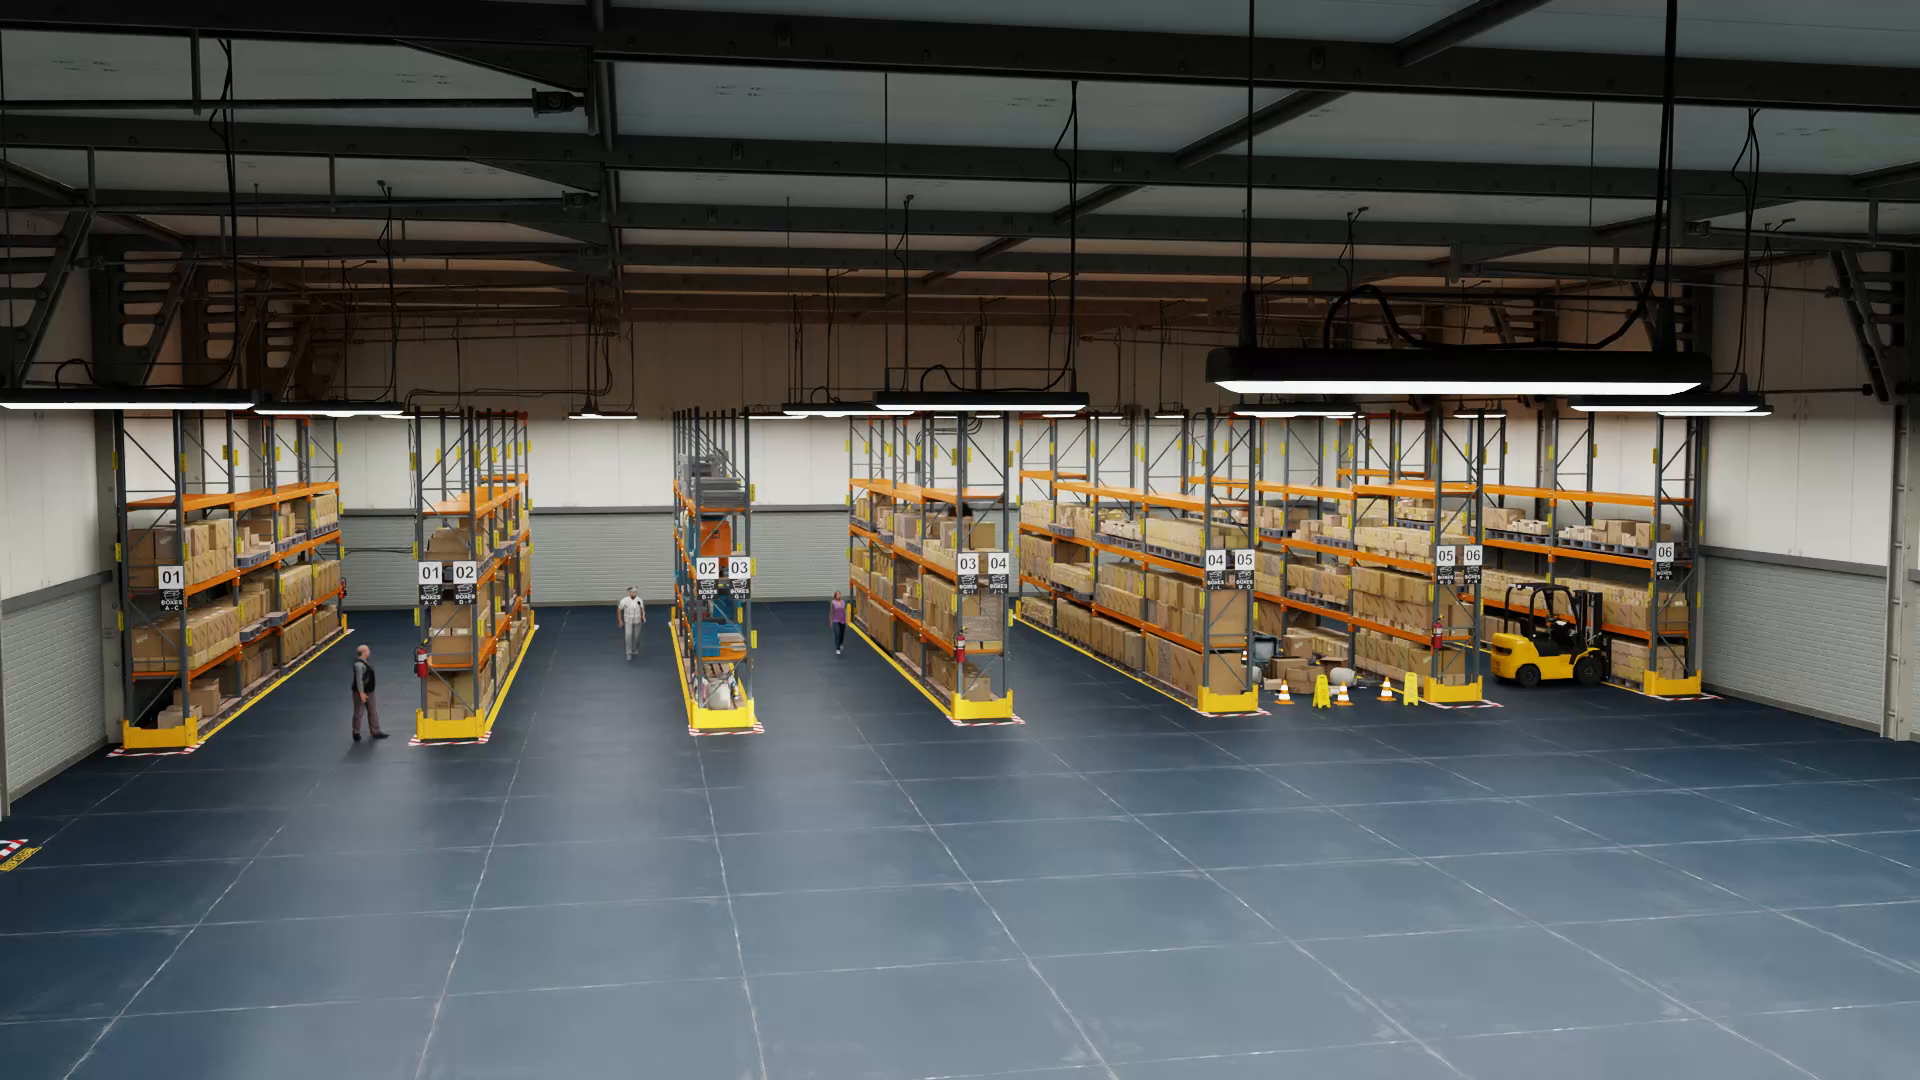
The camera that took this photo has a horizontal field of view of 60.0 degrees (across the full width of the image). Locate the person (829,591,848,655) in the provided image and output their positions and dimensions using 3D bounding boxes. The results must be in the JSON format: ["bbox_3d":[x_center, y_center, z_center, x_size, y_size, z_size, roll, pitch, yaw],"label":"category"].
[{"bbox_3d":[-3.008,2.024,41.127,0.449,1.543,0.939,-1,4,-13],"label":"person"}]

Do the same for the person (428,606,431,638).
[{"bbox_3d":[-13.736,1.791,43.787,0.529,1.647,0.517,0,4,0],"label":"person"}]

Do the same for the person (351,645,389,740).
[{"bbox_3d":[-10.683,2.746,29.920,0.624,1.715,0.573,1,4,12],"label":"person"}]

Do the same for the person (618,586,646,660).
[{"bbox_3d":[-7.974,2.006,40.410,0.657,1.791,0.947,-1,4,-10],"label":"person"}]
